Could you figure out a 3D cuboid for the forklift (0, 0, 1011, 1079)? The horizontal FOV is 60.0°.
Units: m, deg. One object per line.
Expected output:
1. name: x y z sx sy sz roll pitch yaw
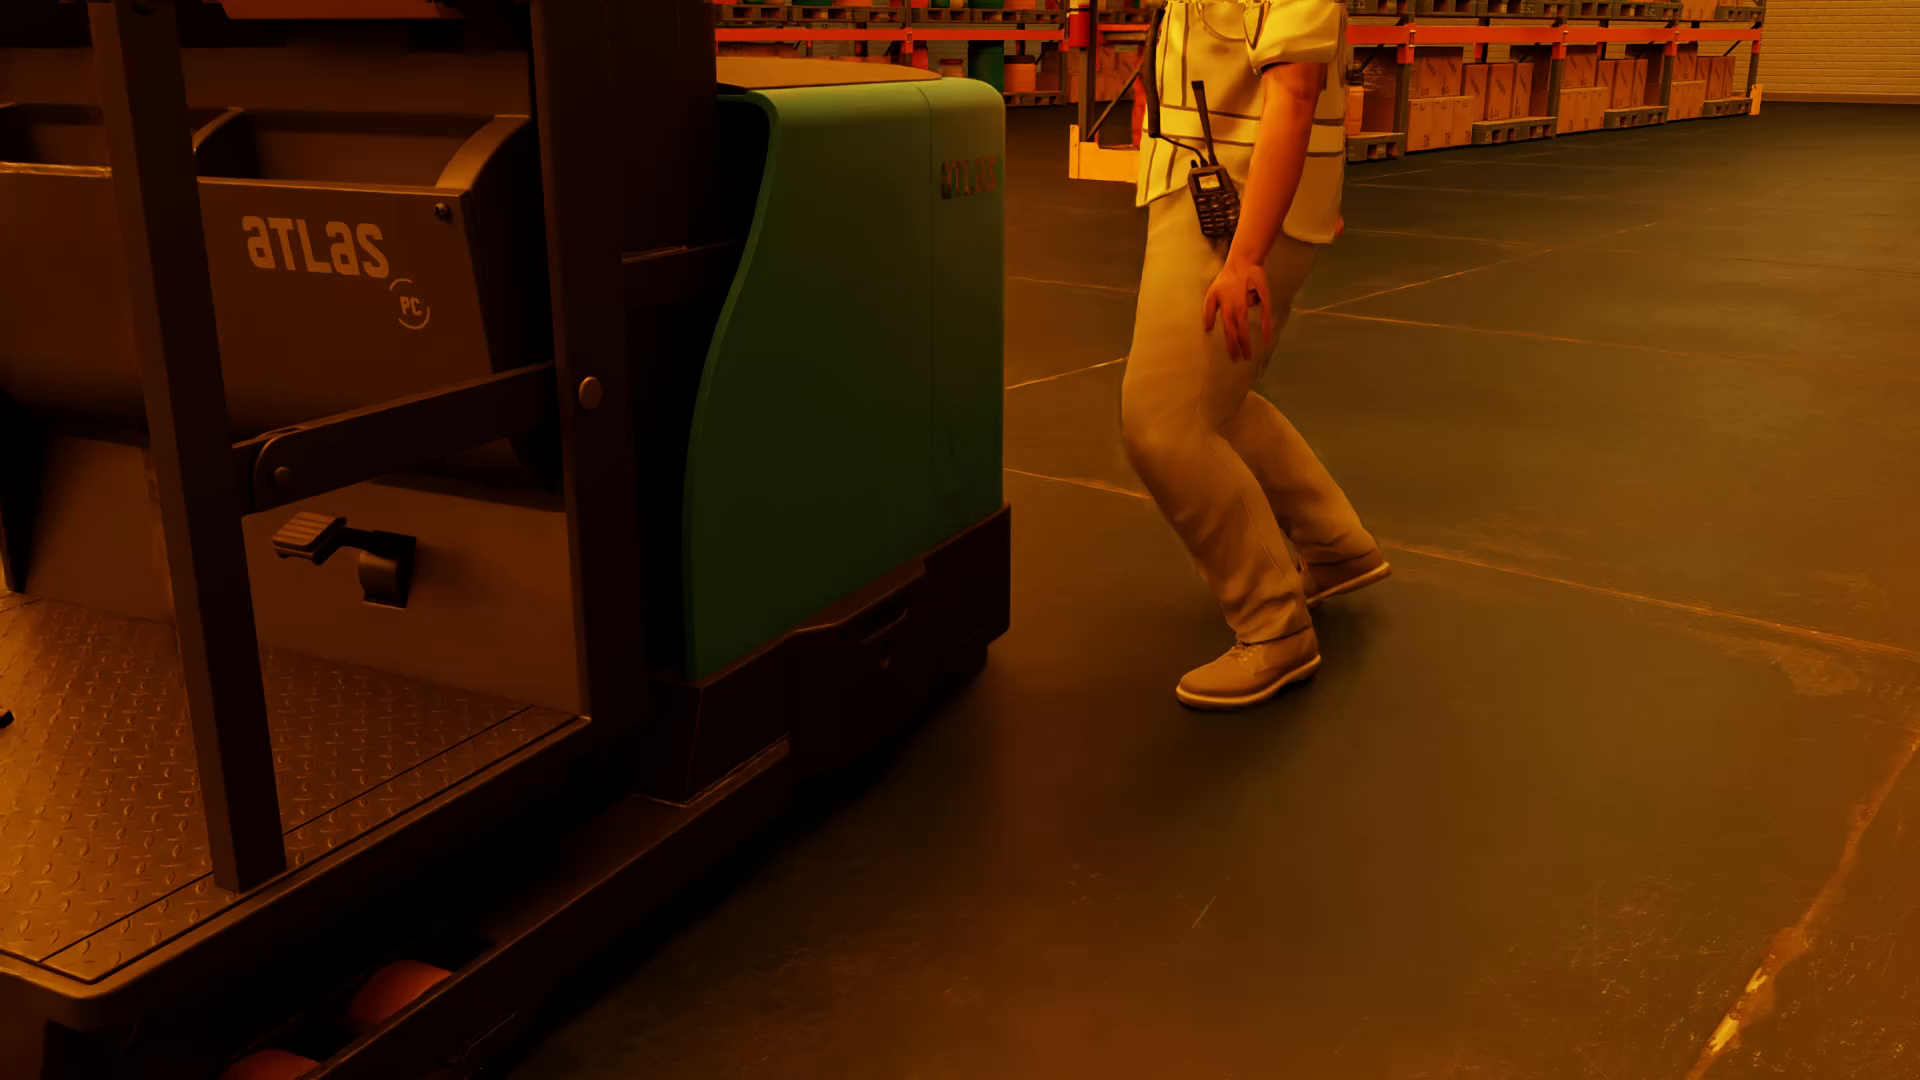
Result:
1. forklift: -1.014 -0.861 1.733 1.130 2.935 3.031 8 19 25
